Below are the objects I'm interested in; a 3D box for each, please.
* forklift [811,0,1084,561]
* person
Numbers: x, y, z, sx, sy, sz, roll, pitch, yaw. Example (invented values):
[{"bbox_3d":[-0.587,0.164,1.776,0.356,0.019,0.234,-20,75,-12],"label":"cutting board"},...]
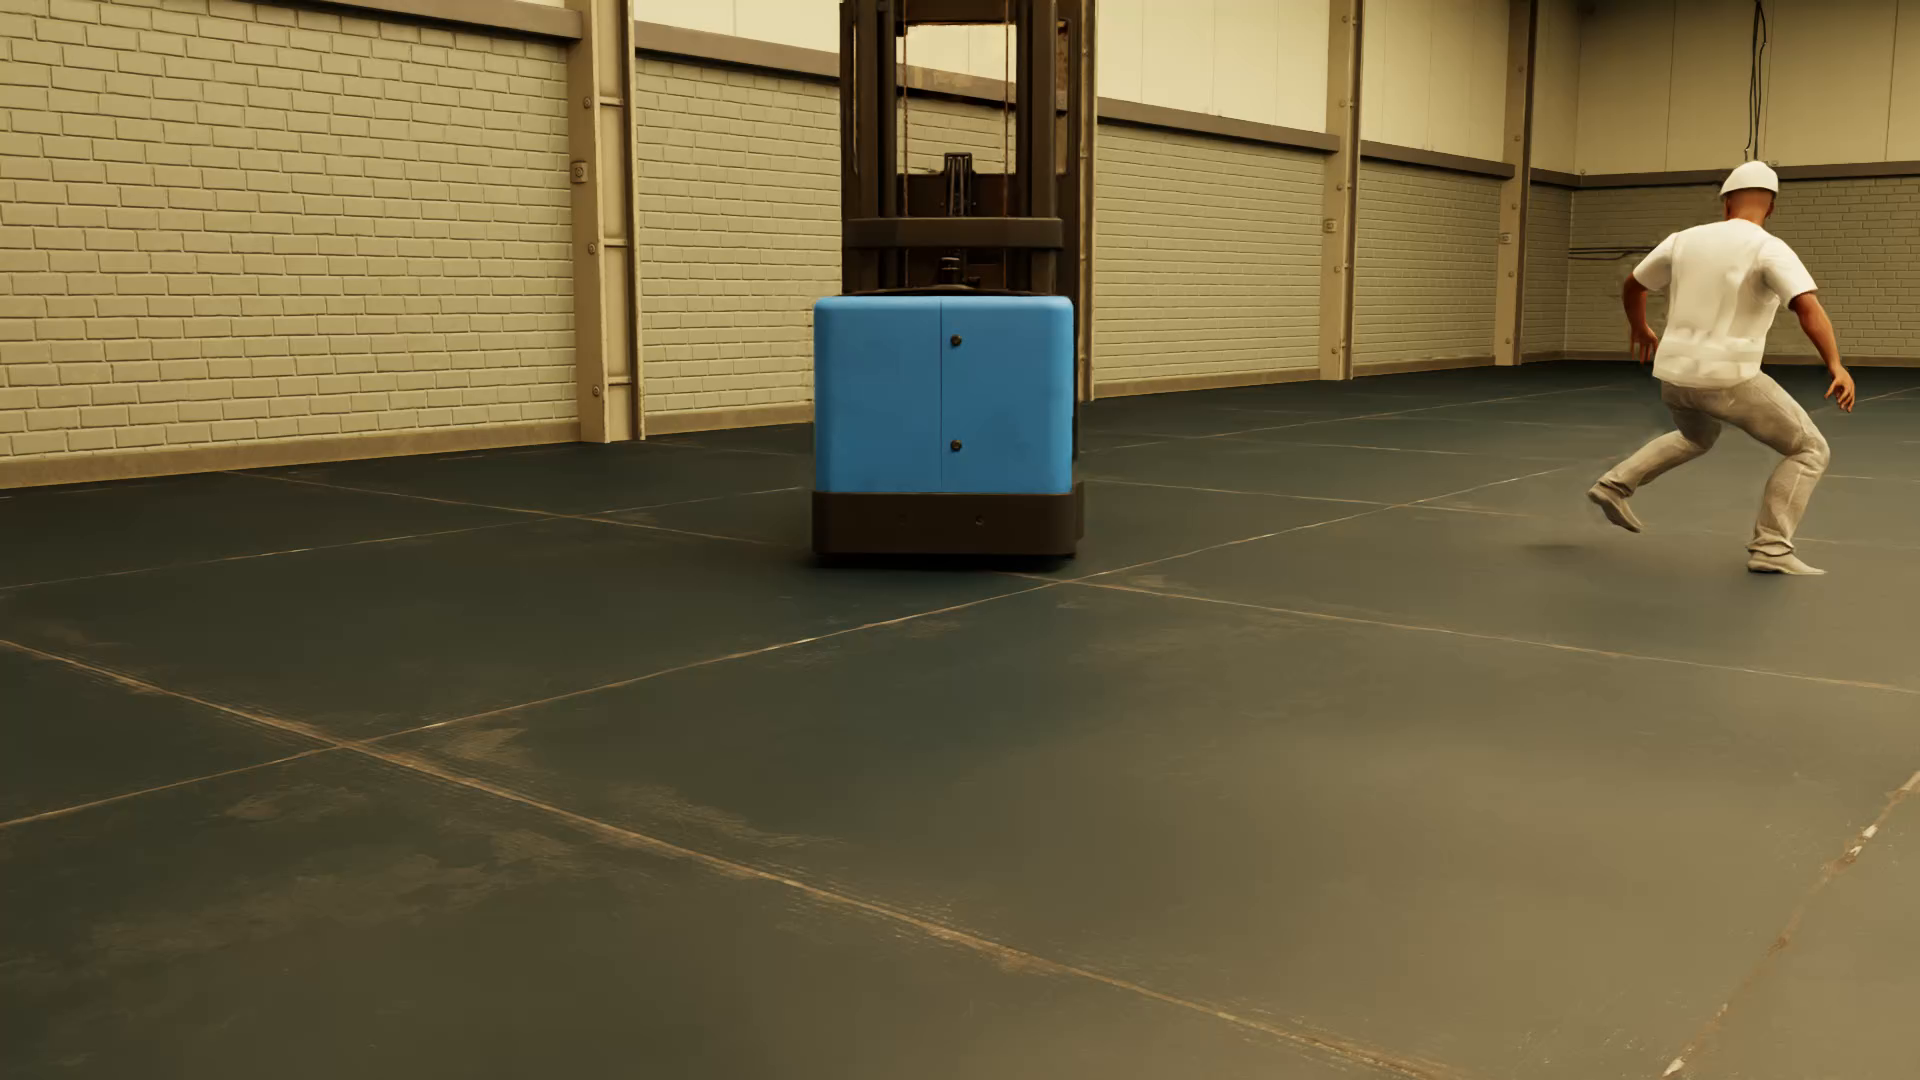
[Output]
[{"bbox_3d":[0.019,-1.542,7.819,1.130,2.935,3.031,1,8,3],"label":"forklift"},{"bbox_3d":[3.099,-0.682,6.653,0.512,1.639,1.193,-3,9,-20],"label":"person"}]
